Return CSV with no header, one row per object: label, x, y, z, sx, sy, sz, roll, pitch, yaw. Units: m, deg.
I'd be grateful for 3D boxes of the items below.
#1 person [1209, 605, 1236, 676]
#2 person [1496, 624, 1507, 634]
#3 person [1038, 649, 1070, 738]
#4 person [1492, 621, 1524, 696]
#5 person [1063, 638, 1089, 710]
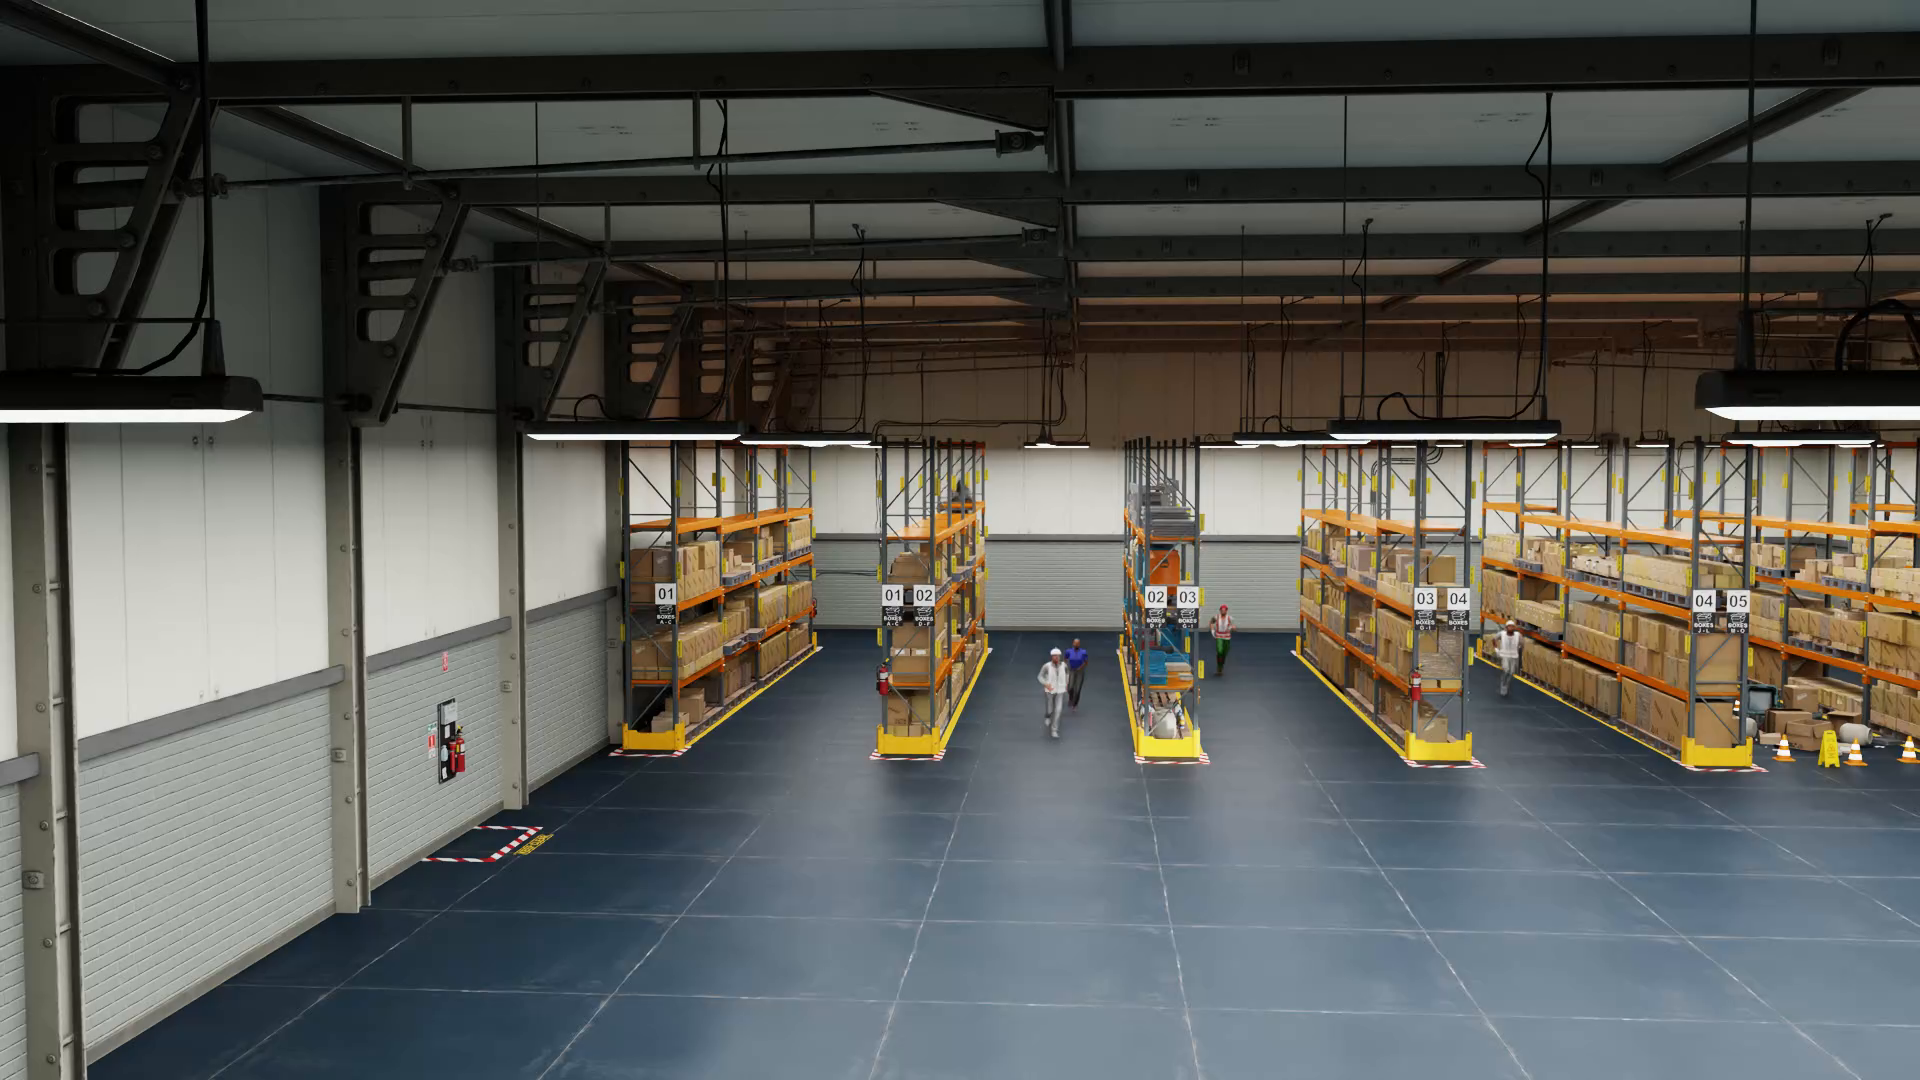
person,6.748,2.565,42.640,0.632,1.820,0.823,0,3,-3
person,15.656,2.345,47.612,0.683,1.749,0.562,-3,4,-41
person,1.906,3.060,33.579,0.683,1.766,0.903,-1,3,-10
person,12.836,2.762,38.875,0.665,1.775,0.753,0,3,1
person,2.547,2.958,36.535,0.577,1.610,0.589,0,3,4
